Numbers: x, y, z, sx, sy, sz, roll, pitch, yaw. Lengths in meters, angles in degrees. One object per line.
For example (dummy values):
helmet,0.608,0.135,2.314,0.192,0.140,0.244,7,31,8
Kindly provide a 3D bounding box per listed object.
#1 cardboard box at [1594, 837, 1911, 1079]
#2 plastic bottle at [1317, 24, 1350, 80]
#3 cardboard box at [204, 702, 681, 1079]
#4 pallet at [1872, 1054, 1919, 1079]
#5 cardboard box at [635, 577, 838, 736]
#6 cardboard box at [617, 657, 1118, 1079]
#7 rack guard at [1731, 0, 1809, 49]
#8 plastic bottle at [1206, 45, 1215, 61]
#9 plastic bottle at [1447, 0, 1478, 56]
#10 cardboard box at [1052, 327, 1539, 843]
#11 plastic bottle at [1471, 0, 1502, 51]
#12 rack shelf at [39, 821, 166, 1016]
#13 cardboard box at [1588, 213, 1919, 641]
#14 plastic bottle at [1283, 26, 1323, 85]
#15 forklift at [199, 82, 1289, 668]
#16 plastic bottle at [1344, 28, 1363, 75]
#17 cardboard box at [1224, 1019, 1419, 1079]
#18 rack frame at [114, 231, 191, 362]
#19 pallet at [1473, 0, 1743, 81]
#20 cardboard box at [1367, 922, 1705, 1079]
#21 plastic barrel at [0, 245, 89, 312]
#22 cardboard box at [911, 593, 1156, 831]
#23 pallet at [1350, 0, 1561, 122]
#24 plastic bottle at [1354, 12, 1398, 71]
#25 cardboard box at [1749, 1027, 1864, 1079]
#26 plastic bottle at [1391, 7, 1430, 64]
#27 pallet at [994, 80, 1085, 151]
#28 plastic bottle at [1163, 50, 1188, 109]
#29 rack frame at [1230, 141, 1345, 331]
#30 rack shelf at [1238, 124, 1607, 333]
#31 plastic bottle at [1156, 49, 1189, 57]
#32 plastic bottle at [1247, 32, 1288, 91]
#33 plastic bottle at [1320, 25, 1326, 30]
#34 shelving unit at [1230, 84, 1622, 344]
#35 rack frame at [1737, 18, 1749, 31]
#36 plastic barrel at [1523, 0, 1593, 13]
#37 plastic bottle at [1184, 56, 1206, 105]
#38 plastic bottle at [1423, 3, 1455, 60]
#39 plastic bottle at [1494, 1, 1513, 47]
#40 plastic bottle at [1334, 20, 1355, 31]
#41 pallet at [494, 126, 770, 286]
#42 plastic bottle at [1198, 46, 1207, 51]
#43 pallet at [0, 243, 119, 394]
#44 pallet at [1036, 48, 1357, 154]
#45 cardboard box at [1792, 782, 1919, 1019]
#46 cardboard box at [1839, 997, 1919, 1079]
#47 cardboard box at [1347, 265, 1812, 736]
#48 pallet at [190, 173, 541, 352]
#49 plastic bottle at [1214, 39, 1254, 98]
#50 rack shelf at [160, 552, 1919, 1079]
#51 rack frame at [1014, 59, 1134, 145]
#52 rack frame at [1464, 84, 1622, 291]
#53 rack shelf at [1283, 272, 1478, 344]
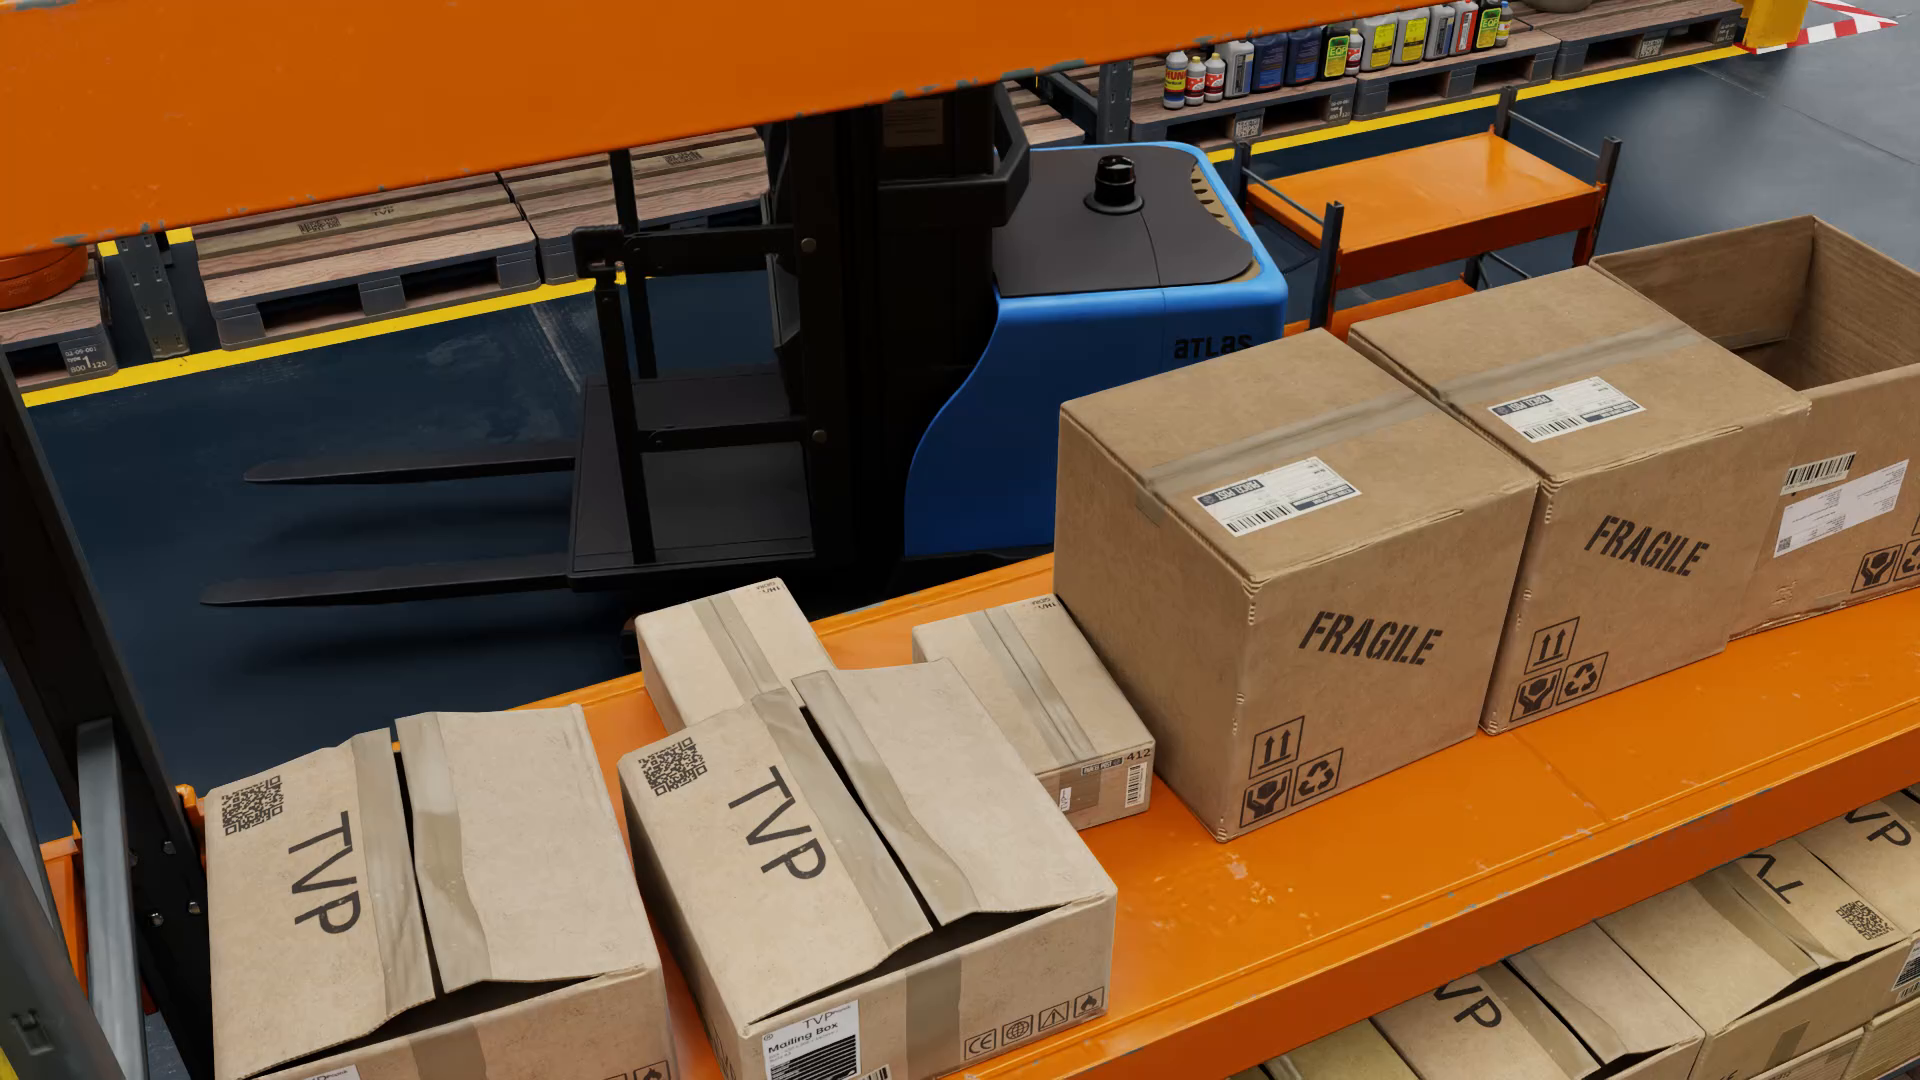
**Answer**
cardboard box,1.429,0.740,3.219,0.500,0.311,0.500,-16,39,-20
plastic bottle,1.739,-2.293,7.734,0.133,0.283,0.061,-14,39,-18
cardboard box,-0.678,0.492,2.143,0.500,0.311,0.500,-13,39,-17
pallet,1.945,0.840,3.940,1.213,0.211,1.003,-16,39,-20
cardboard box,-0.329,0.249,2.607,0.250,0.149,0.380,-16,39,-20
cardboard box,-0.134,0.439,2.215,0.500,0.311,0.500,-16,39,-20
rack guard,4.066,-3.123,9.041,0.348,0.500,1.175,-16,39,-20
plastic bottle,1.204,-2.243,7.667,0.133,0.283,0.061,-16,39,-20
plastic bottle,2.399,-2.504,8.026,0.135,0.276,0.152,-15,39,-20
cardboard box,0.486,0.052,2.579,0.500,0.500,0.500,-18,40,-22
plastic bottle,2.540,-2.517,8.036,0.133,0.283,0.061,-15,39,-19
rack shelf,-2.837,1.320,1.556,4.000,0.370,1.077,-16,39,-20
cardboard box,1.416,-0.209,2.929,0.500,0.500,0.500,-13,38,-17
plastic bottle,1.572,-2.301,7.688,0.185,0.351,0.144,-17,40,-22
forklift,-0.673,-1.146,4.334,3.031,2.935,1.130,-5,37,-6
plastic bottle,1.838,-2.300,7.812,0.097,0.201,0.097,0,37,0
cardboard box,0.507,0.996,2.874,0.500,0.311,0.500,-17,40,-21
rack frame,-3.127,-2.147,5.627,0.127,3.000,1.000,-16,39,-20
pallet,3.328,-2.805,8.854,1.213,0.211,1.003,-16,39,-20
cardboard box,0.973,0.866,3.050,0.500,0.311,0.500,-16,39,-21
plastic barrel,-3.563,-1.311,5.969,0.708,0.830,0.600,-16,39,-20
cardboard box,0.104,0.273,2.575,0.250,0.149,0.380,-13,38,-17
pallet,2.225,-2.498,8.441,1.213,0.211,1.003,-16,39,-20
plastic bottle,1.956,-2.408,7.833,0.185,0.351,0.144,-16,39,-20
cardboard box,1.421,0.967,3.385,0.500,0.250,0.500,-15,39,-19
plastic bottle,2.125,-2.455,7.897,0.185,0.351,0.144,-14,39,-18
pallet,-0.201,-1.820,7.526,1.213,0.211,1.003,-16,39,-20
plastic bottle,0.968,-2.085,7.464,0.097,0.271,0.097,0,37,0
rack frame,0.944,-0.605,5.122,0.032,1.125,0.500,-16,40,-21
rack shelf,1.401,-0.974,5.127,1.000,0.278,0.538,-16,40,-21
plastic bottle,1.016,-2.513,7.974,0.185,0.351,0.144,-16,39,-20
plastic bottle,1.401,-2.253,7.624,0.185,0.351,0.144,-15,39,-19
plastic bottle,1.689,-2.326,7.789,0.097,0.271,0.097,0,37,0
shelving unit,1.401,-0.739,5.302,1.048,1.125,0.538,-16,40,-21
rack frame,4.115,-4.172,8.357,0.127,3.000,1.000,-16,39,-20
plastic barrel,3.098,-3.007,8.522,0.421,0.512,0.421,0,37,0
plastic bottle,1.060,-2.082,7.519,0.097,0.201,0.097,0,37,0
plastic bottle,2.273,-2.469,7.978,0.135,0.276,0.152,-17,40,-21
plastic bottle,2.638,-2.523,8.114,0.097,0.201,0.097,0,37,0
plastic bottle,1.871,-2.452,7.955,0.135,0.276,0.152,-16,39,-20
pallet,-1.307,-1.509,7.107,1.213,0.211,1.003,-16,39,-20
plastic bottle,1.214,-2.536,8.068,0.135,0.276,0.152,-16,39,-20
pallet,-3.823,-0.805,6.158,1.213,0.211,1.003,-16,39,-20
pallet,1.119,-2.187,8.021,1.213,0.211,1.003,-16,39,-20
cardboard box,1.882,0.615,3.387,0.500,0.311,0.500,-15,39,-19
cardboard box,1.884,0.837,3.559,0.500,0.250,0.500,-16,40,-21
cardboard box,0.963,-0.082,2.758,0.500,0.500,0.500,-16,39,-20
pallet,-2.409,-1.202,6.694,1.213,0.211,1.003,-16,39,-20
plastic bottle,1.249,-2.183,7.592,0.135,0.276,0.152,-14,39,-18
rack shelf,0.784,0.308,2.921,4.000,0.370,1.077,-16,39,-20
rack frame,0.494,-3.159,6.992,0.127,3.000,1.000,-16,39,-20
rack frame,1.857,-0.872,5.481,0.032,1.125,0.500,-16,40,-21
rack shelf,1.401,-0.542,5.447,1.000,0.278,0.538,-16,40,-21
